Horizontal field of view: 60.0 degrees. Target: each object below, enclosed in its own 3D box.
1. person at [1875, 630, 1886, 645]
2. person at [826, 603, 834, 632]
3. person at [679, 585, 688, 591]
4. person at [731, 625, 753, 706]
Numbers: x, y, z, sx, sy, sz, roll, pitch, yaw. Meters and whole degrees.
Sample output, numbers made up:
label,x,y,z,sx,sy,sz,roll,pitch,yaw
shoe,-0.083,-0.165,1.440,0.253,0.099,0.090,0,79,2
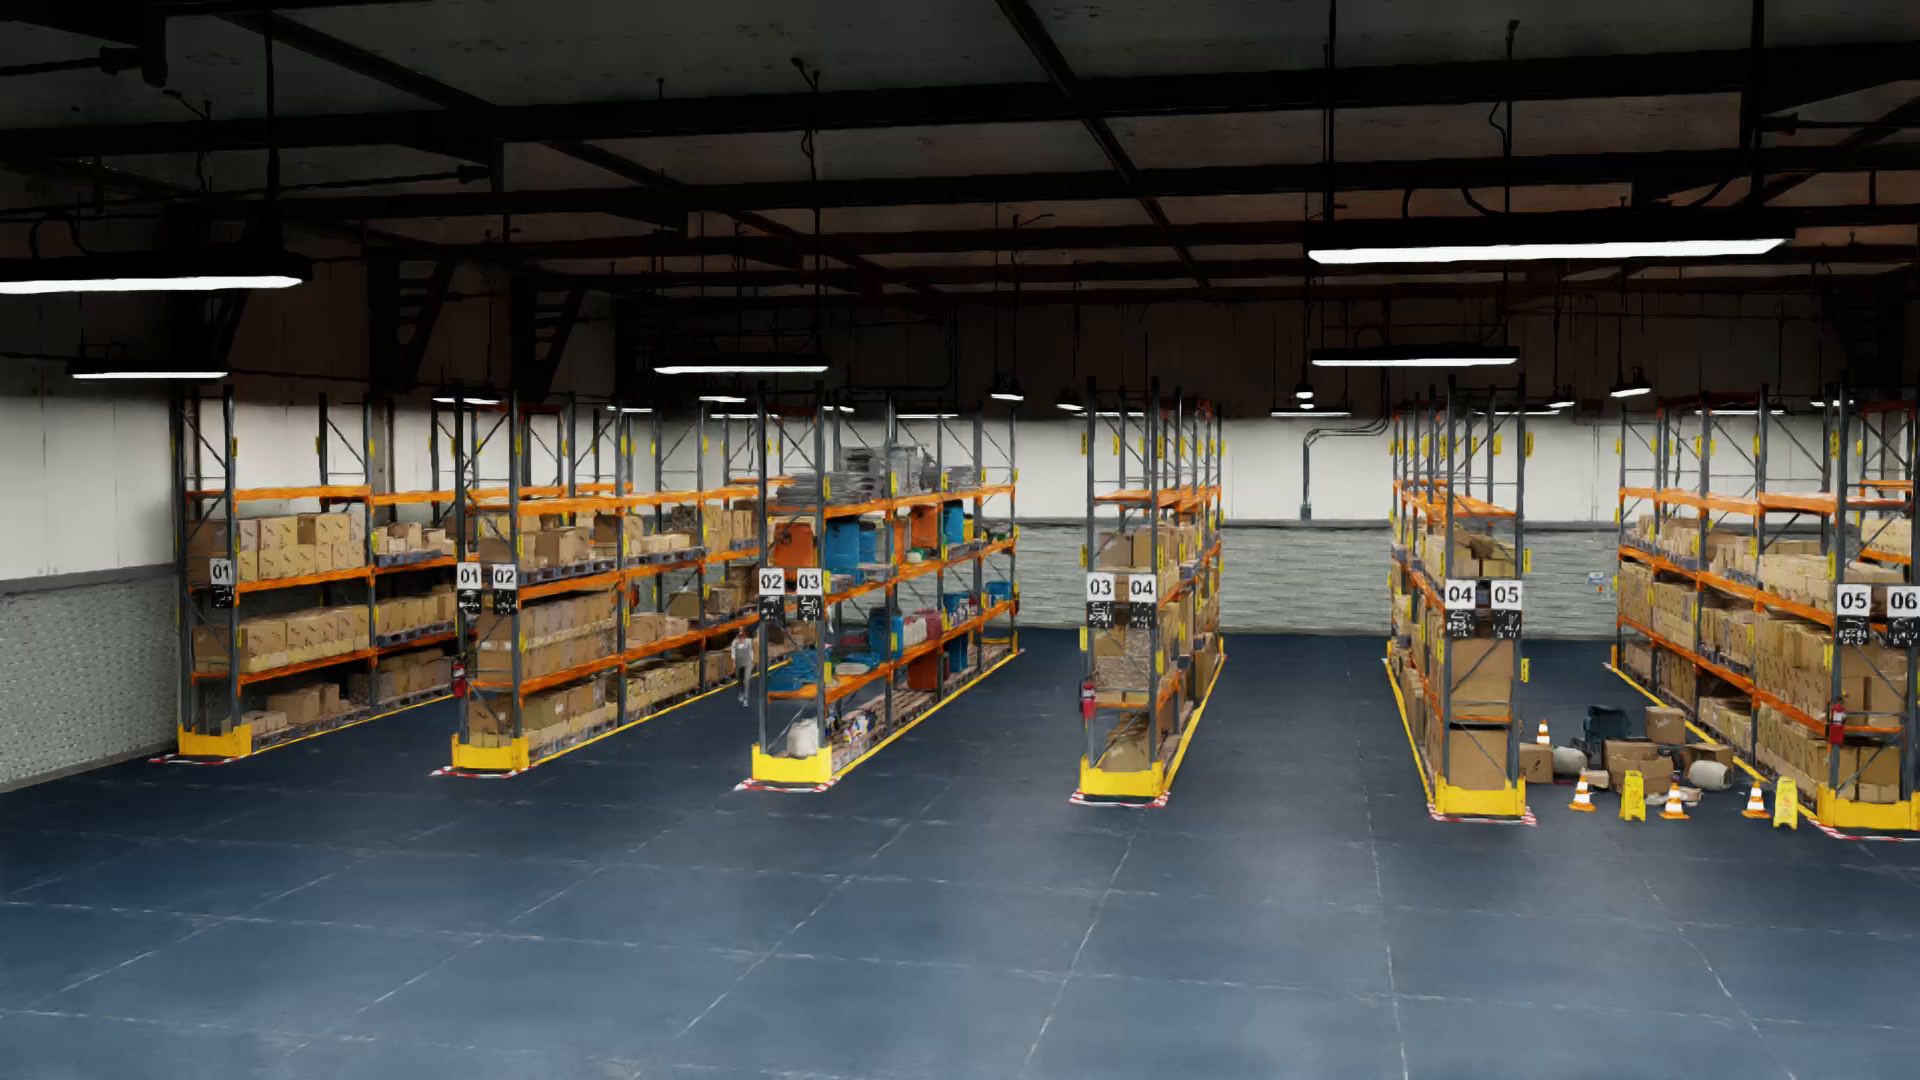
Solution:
label,x,y,z,sx,sy,sz,roll,pitch,yaw
person,20.937,2.005,37.495,0.397,1.780,0.652,-1,3,-20
person,-3.705,1.687,44.760,0.588,1.620,0.751,-1,3,-9
person,-6.624,1.912,39.940,0.577,1.691,1.121,1,3,14
person,-4.226,2.417,32.253,0.411,1.534,0.956,0,3,3
